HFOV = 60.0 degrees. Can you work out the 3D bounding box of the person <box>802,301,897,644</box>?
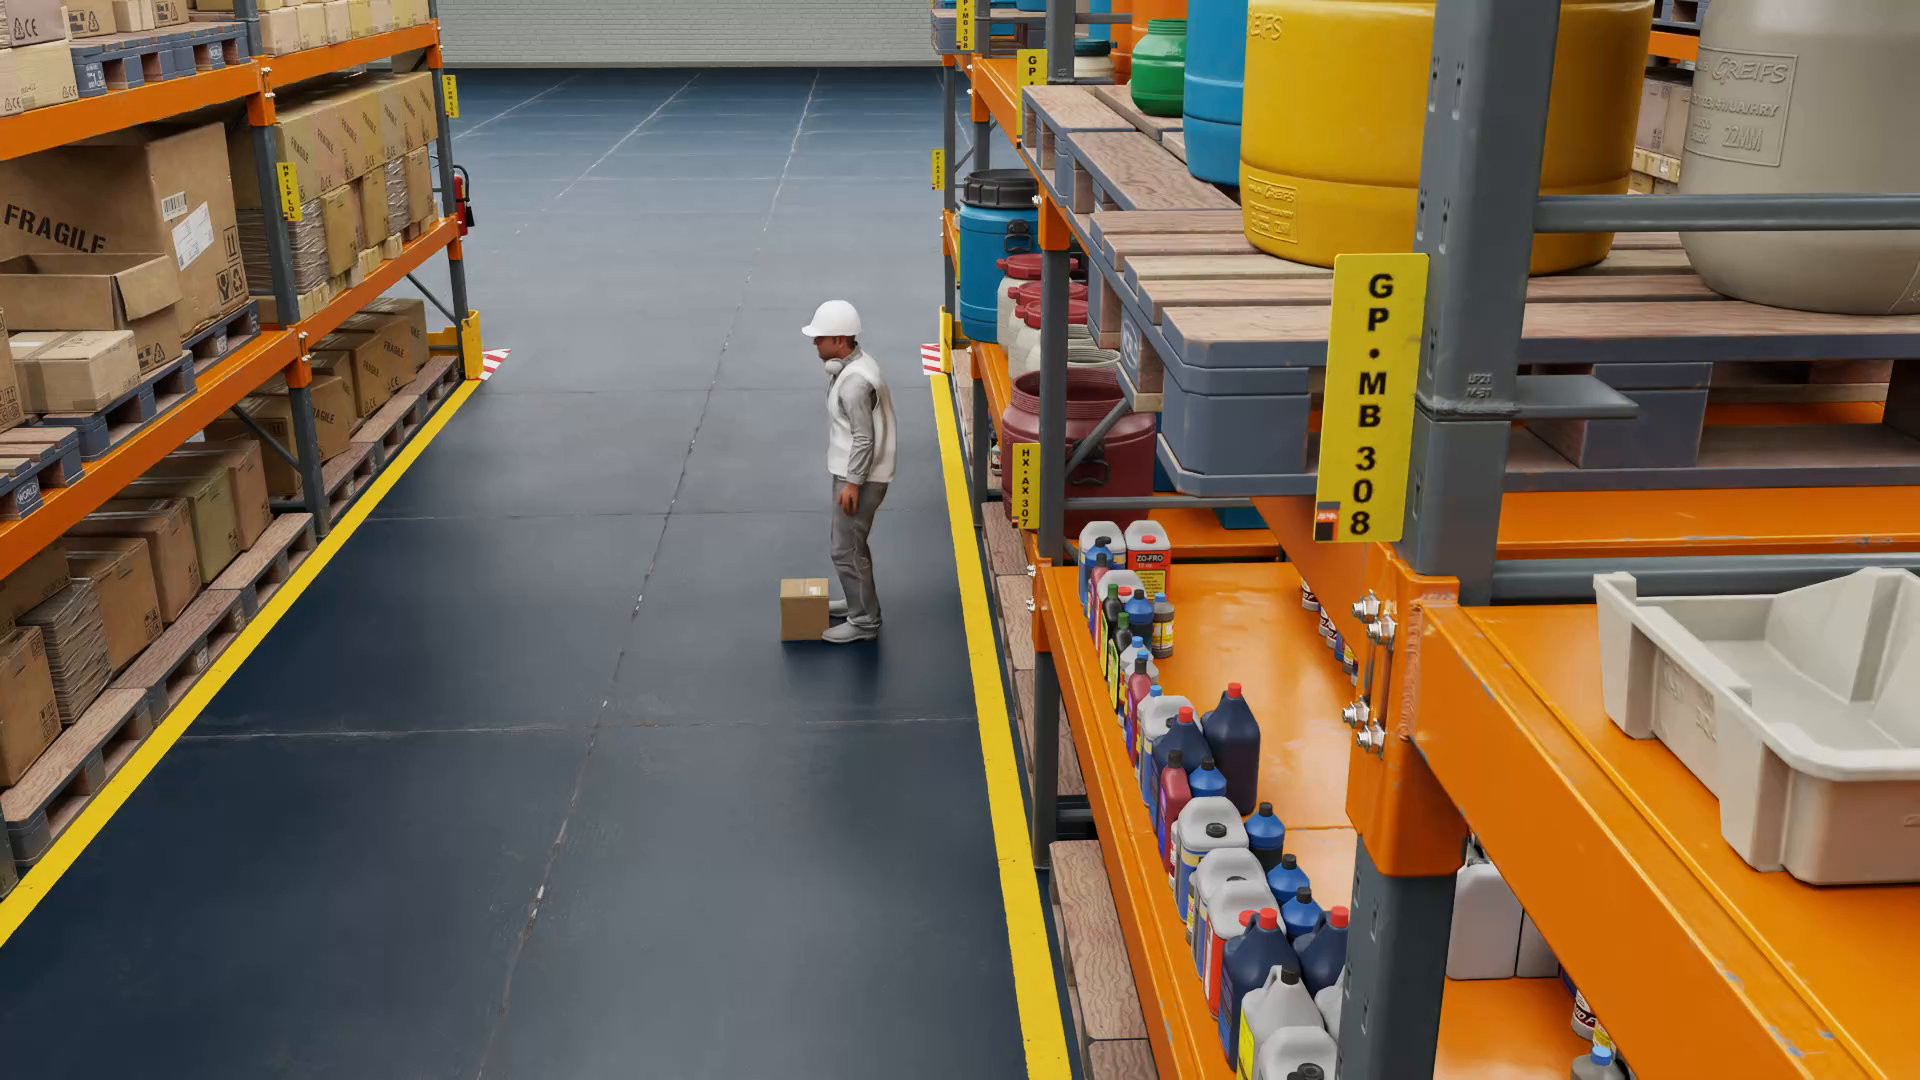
[{"bbox_3d":[-0.553,-0.353,8.497,0.464,1.771,0.593,-2,20,-6],"label":"person"}]
